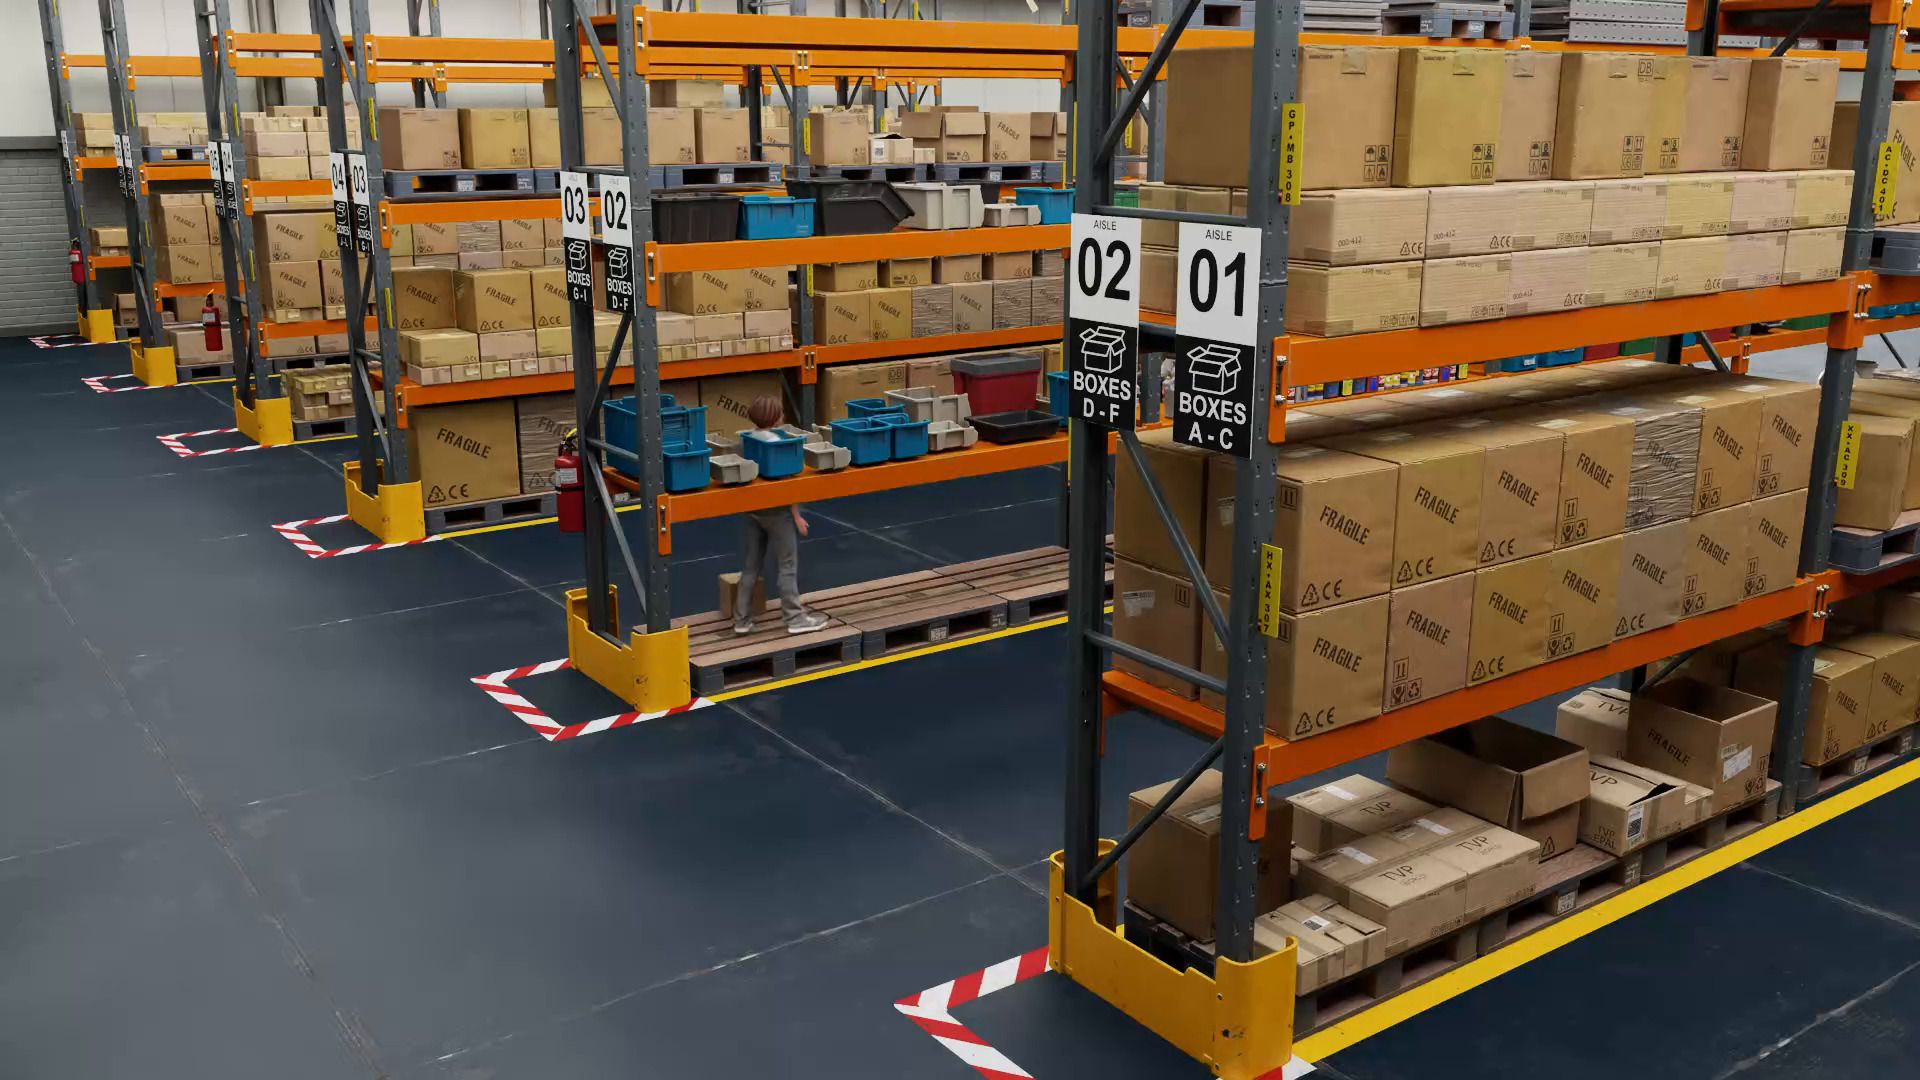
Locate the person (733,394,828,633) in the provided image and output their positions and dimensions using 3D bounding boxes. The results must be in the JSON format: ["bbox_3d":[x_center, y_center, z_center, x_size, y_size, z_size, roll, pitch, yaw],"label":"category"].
[{"bbox_3d":[-1.178,-0.165,10.783,0.574,1.582,0.588,-12,19,-37],"label":"person"}]
